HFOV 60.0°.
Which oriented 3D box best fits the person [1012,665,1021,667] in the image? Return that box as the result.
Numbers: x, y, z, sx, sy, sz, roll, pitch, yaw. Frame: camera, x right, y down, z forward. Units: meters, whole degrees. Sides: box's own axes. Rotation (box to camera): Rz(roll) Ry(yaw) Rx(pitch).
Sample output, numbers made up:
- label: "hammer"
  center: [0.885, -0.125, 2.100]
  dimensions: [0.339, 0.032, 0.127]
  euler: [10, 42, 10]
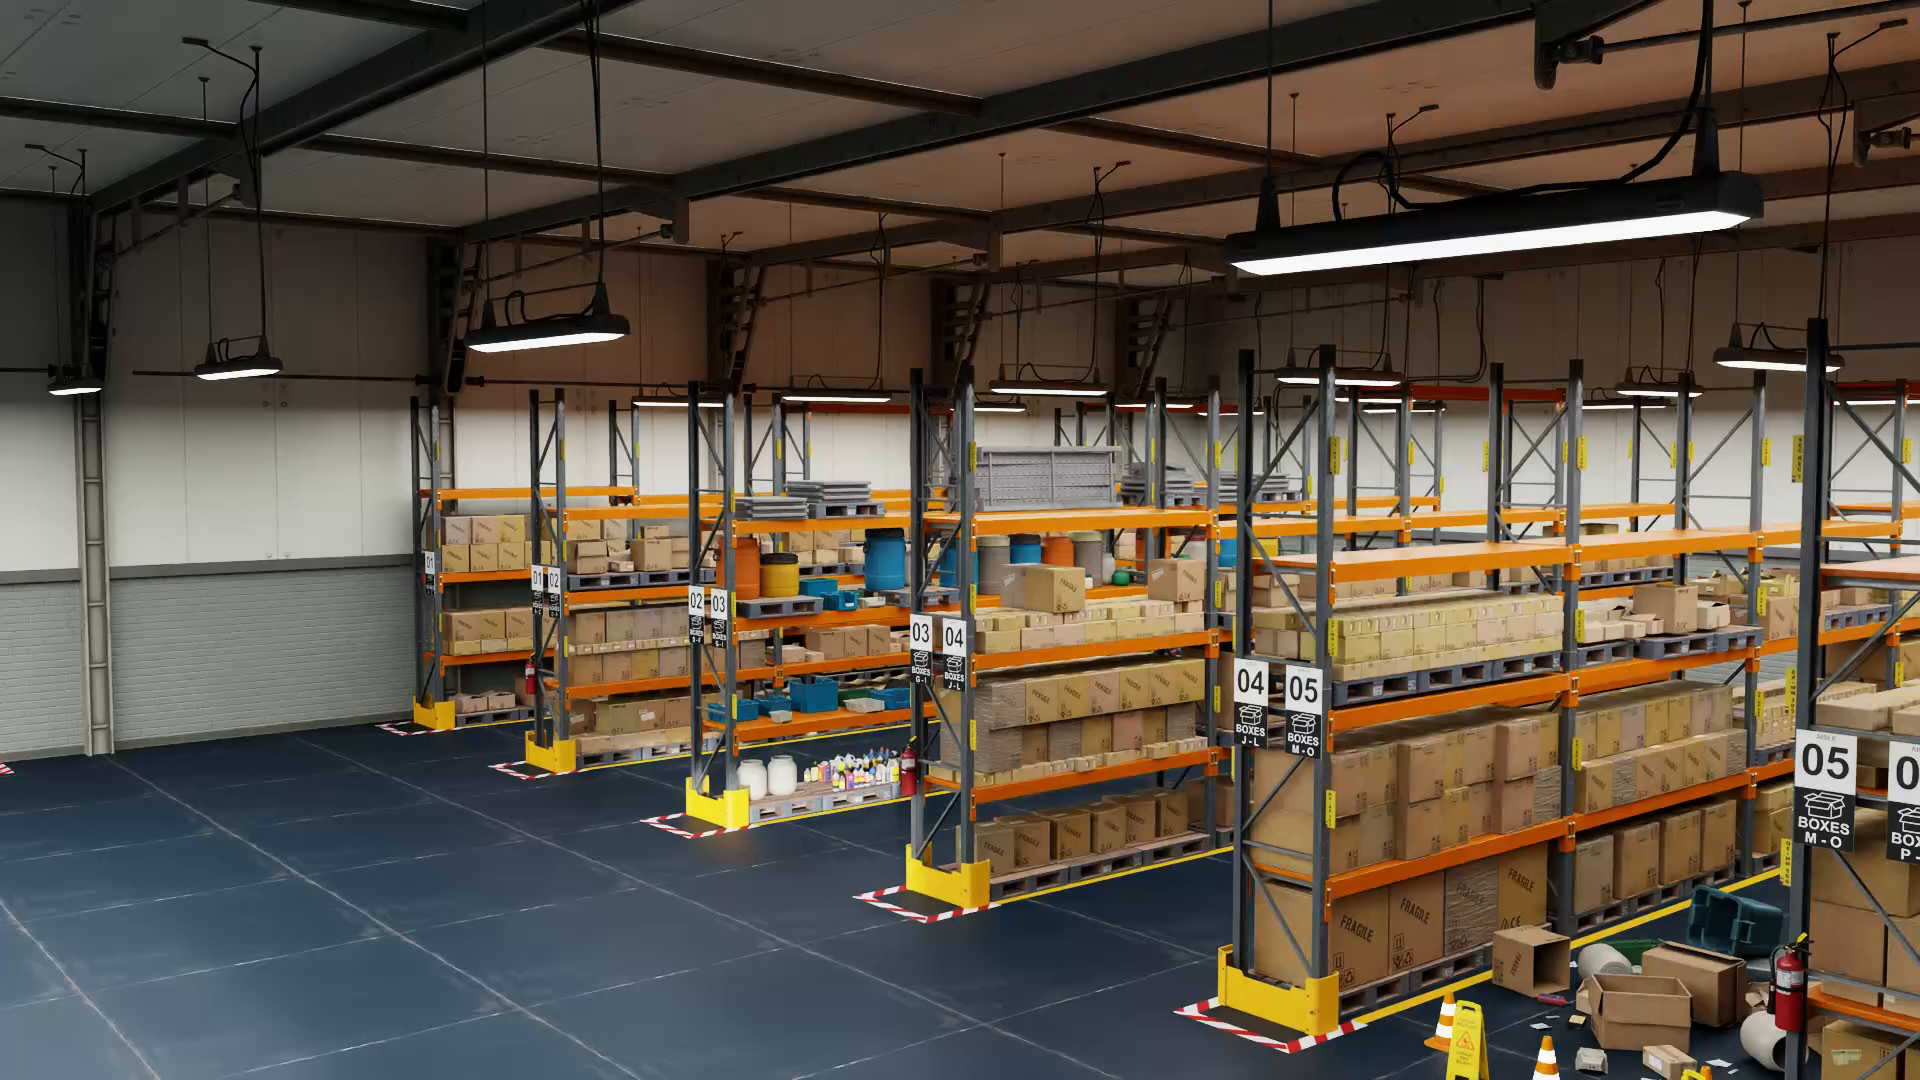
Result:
- label: "person"
  center: [1.027, 2.639, 28.544]
  dimensions: [0.691, 1.696, 0.695]
  euler: [2, 4, 33]
